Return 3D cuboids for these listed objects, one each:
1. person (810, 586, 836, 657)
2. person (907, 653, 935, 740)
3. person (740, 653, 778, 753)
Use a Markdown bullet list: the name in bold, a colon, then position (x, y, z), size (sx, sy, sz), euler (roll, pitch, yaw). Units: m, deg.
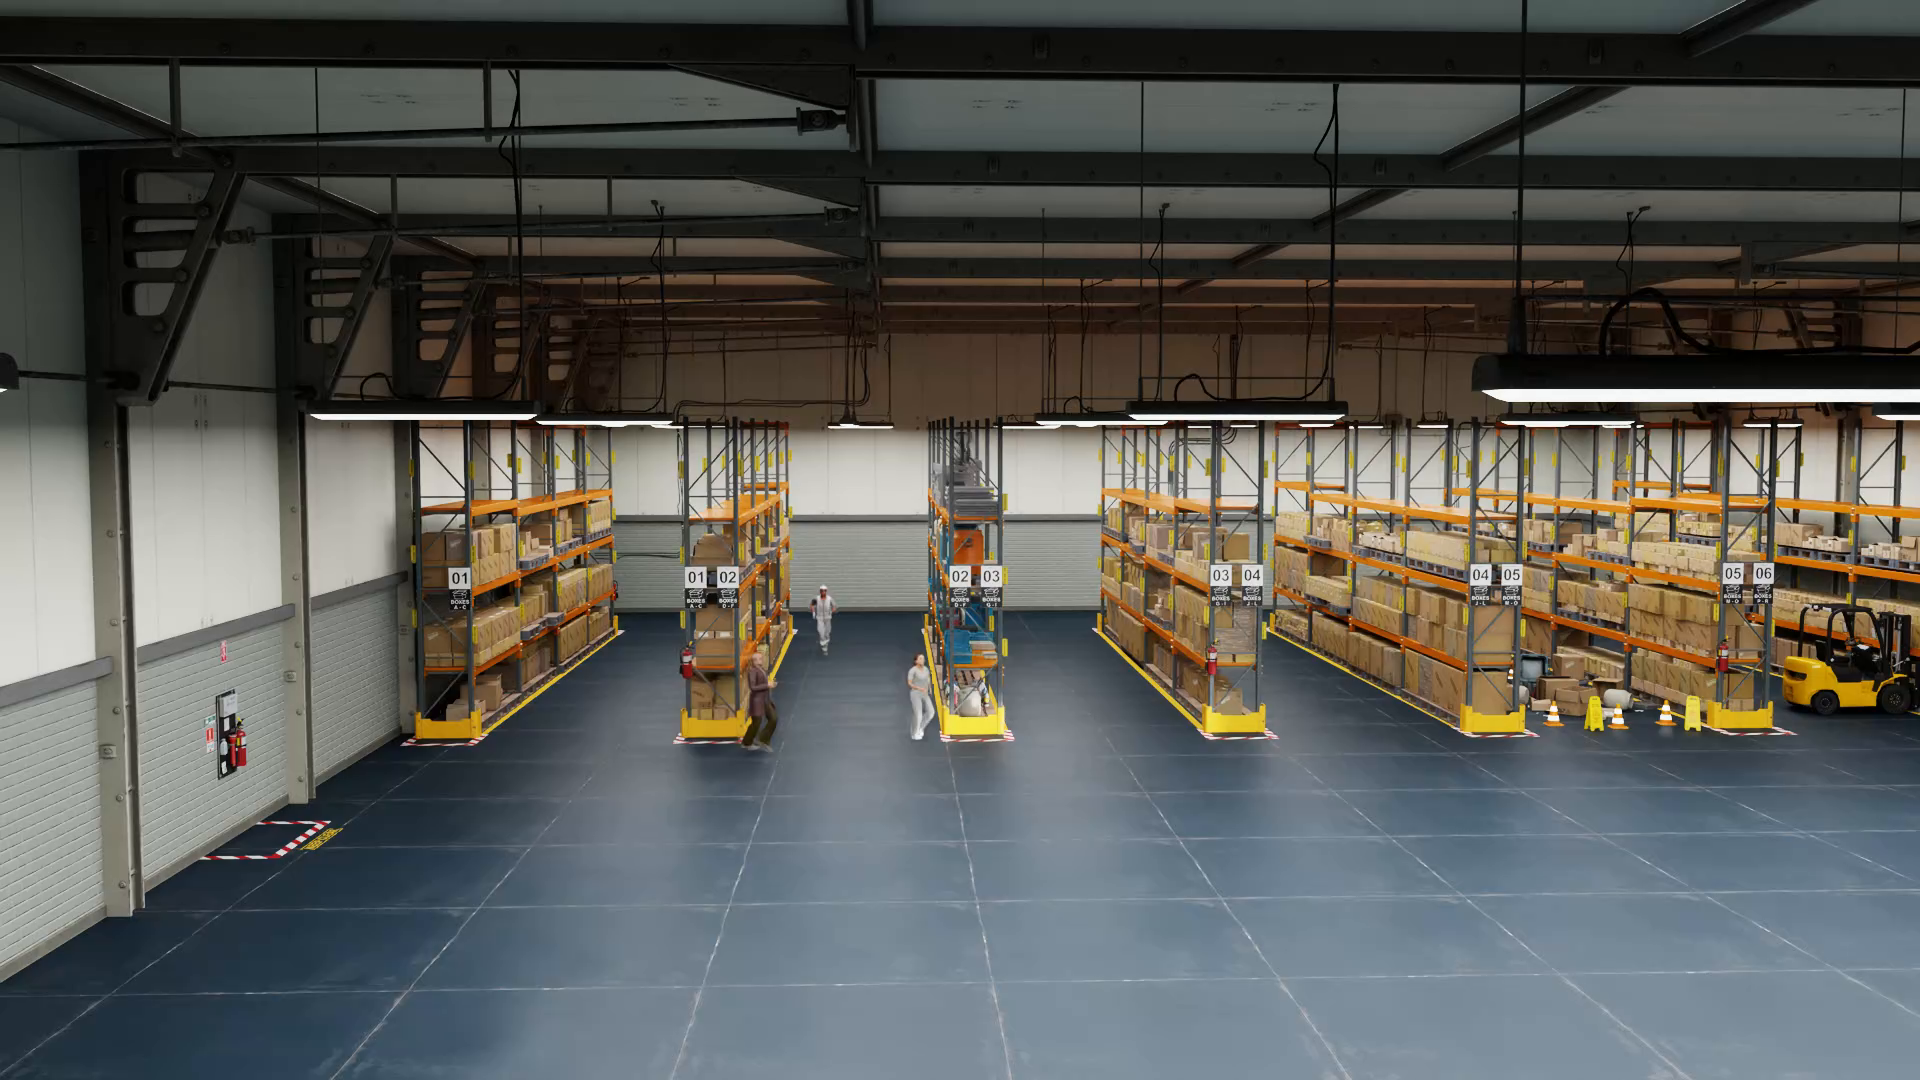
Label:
- **person**: position (-3.512, 2.054, 42.656), size (0.655, 1.791, 0.841), euler (-1, 4, -8)
- **person**: position (-0.700, 2.888, 30.747), size (0.601, 1.625, 0.567), euler (-3, 5, -39)
- **person**: position (-3.544, 2.915, 29.555), size (0.768, 1.829, 0.683), euler (1, 4, 21)
